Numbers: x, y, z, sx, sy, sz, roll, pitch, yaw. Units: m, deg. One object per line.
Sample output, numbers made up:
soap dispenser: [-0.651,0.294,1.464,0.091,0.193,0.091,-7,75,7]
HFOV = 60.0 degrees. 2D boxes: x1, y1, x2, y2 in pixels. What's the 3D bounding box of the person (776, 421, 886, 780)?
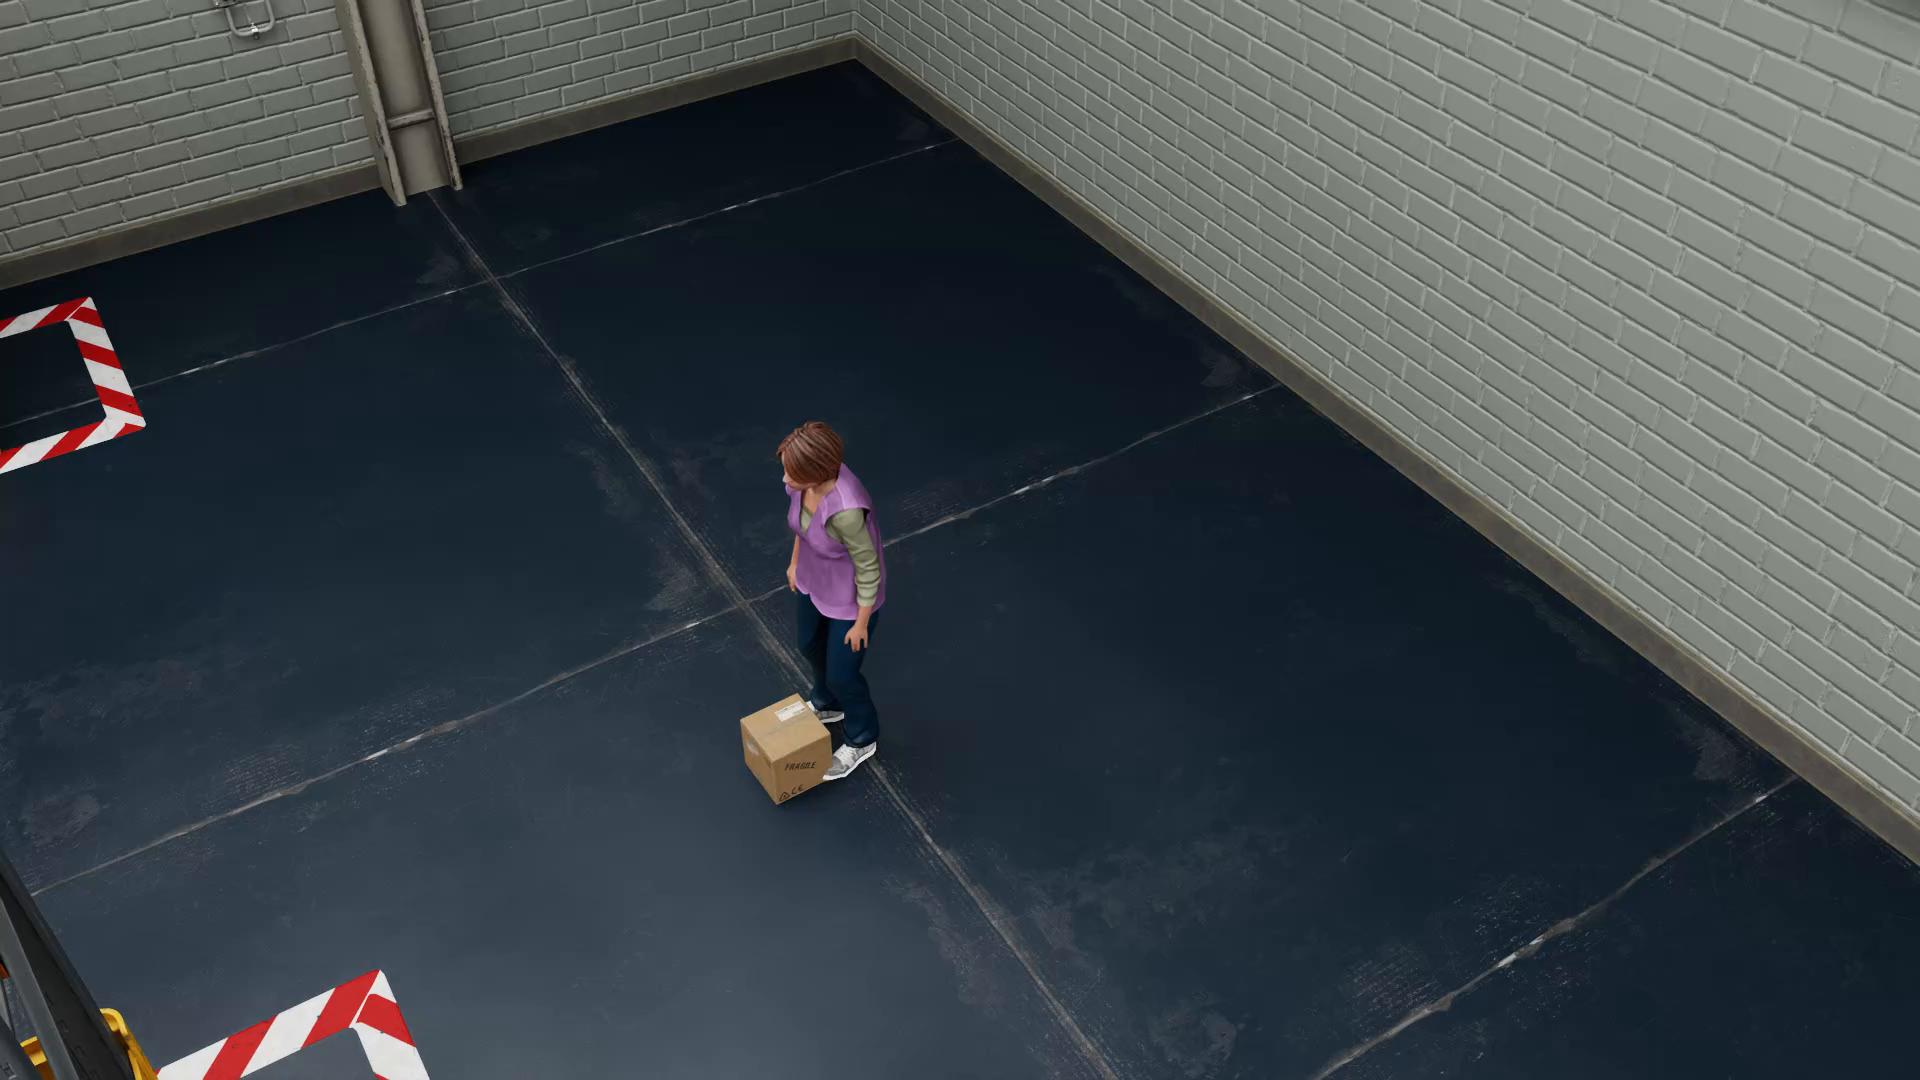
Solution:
person: [-0.456,0.197,5.943,0.347,1.592,0.482,-26,47,-26]
